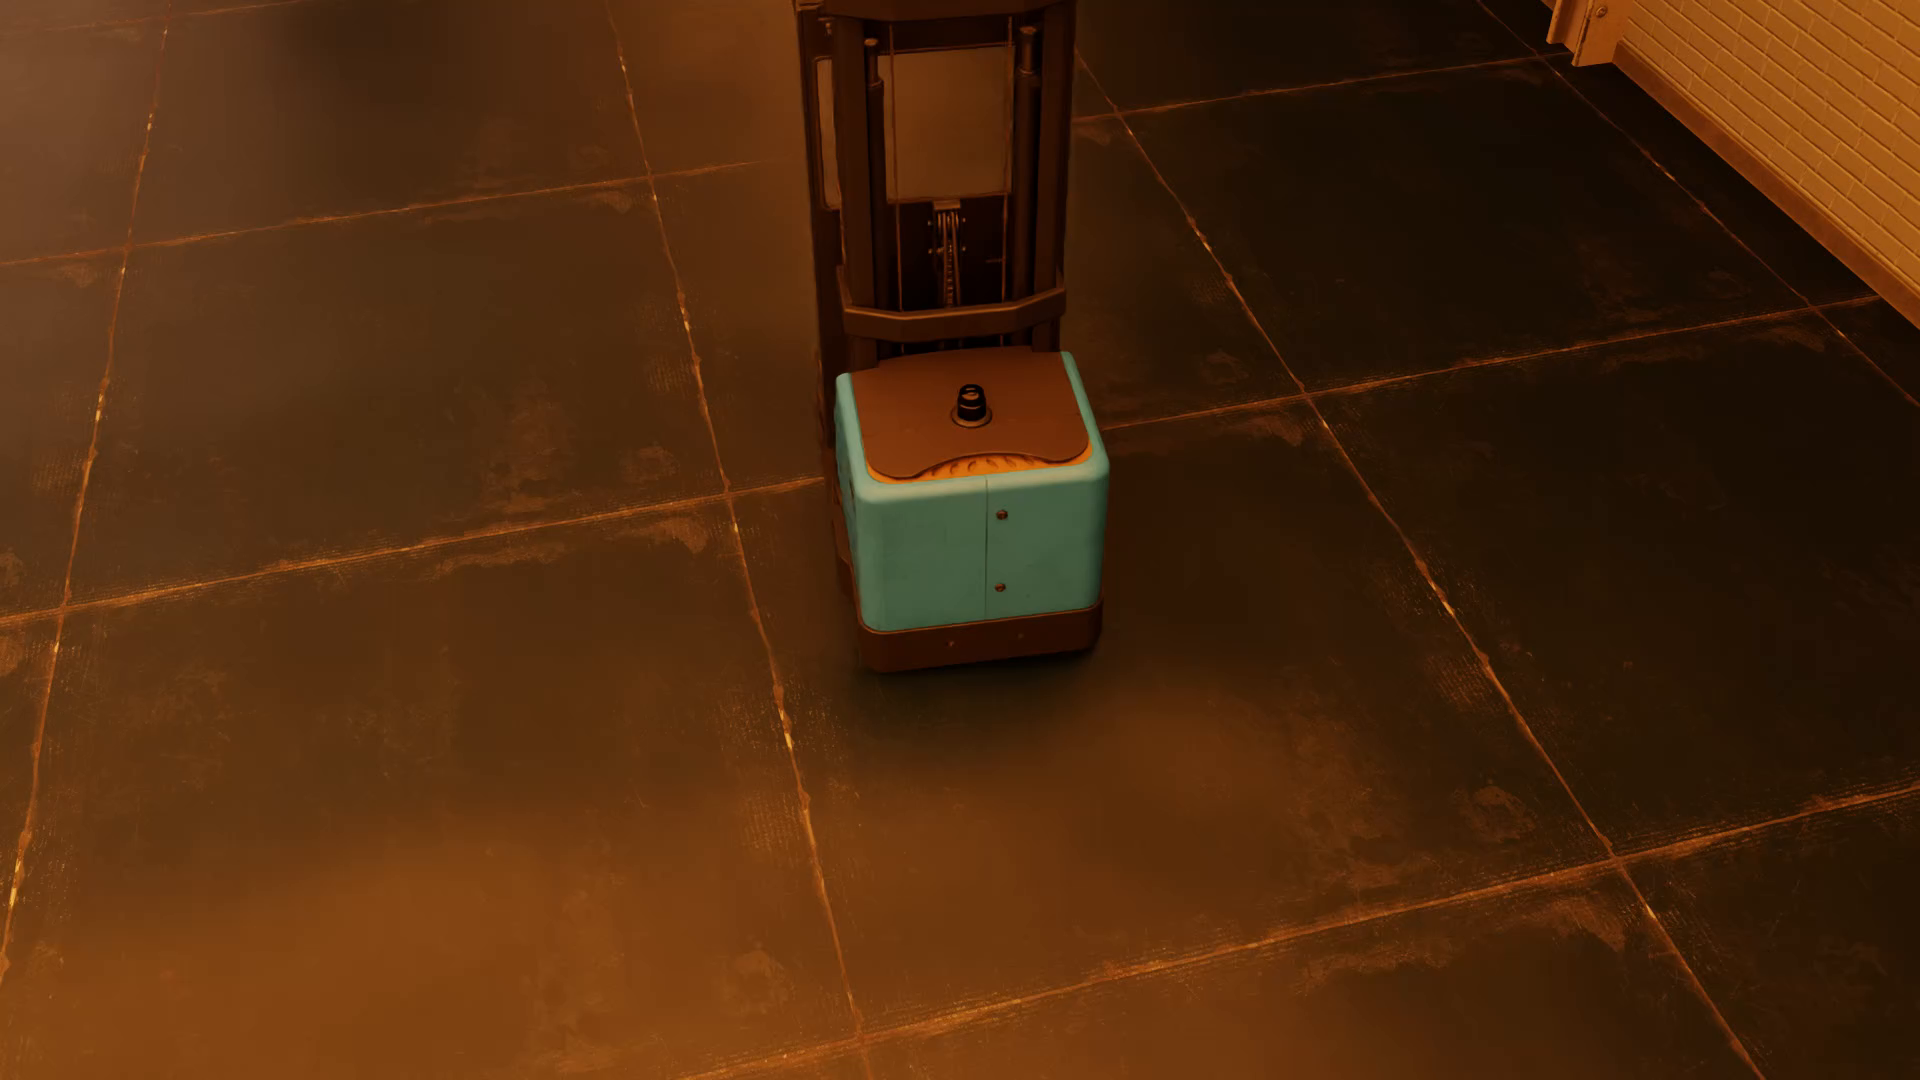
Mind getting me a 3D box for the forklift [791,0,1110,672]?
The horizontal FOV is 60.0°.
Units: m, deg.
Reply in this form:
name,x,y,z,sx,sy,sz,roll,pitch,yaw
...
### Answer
name,x,y,z,sx,sy,sz,roll,pitch,yaw
forklift,-0.132,-1.522,7.256,1.130,2.935,3.031,-6,44,-7
